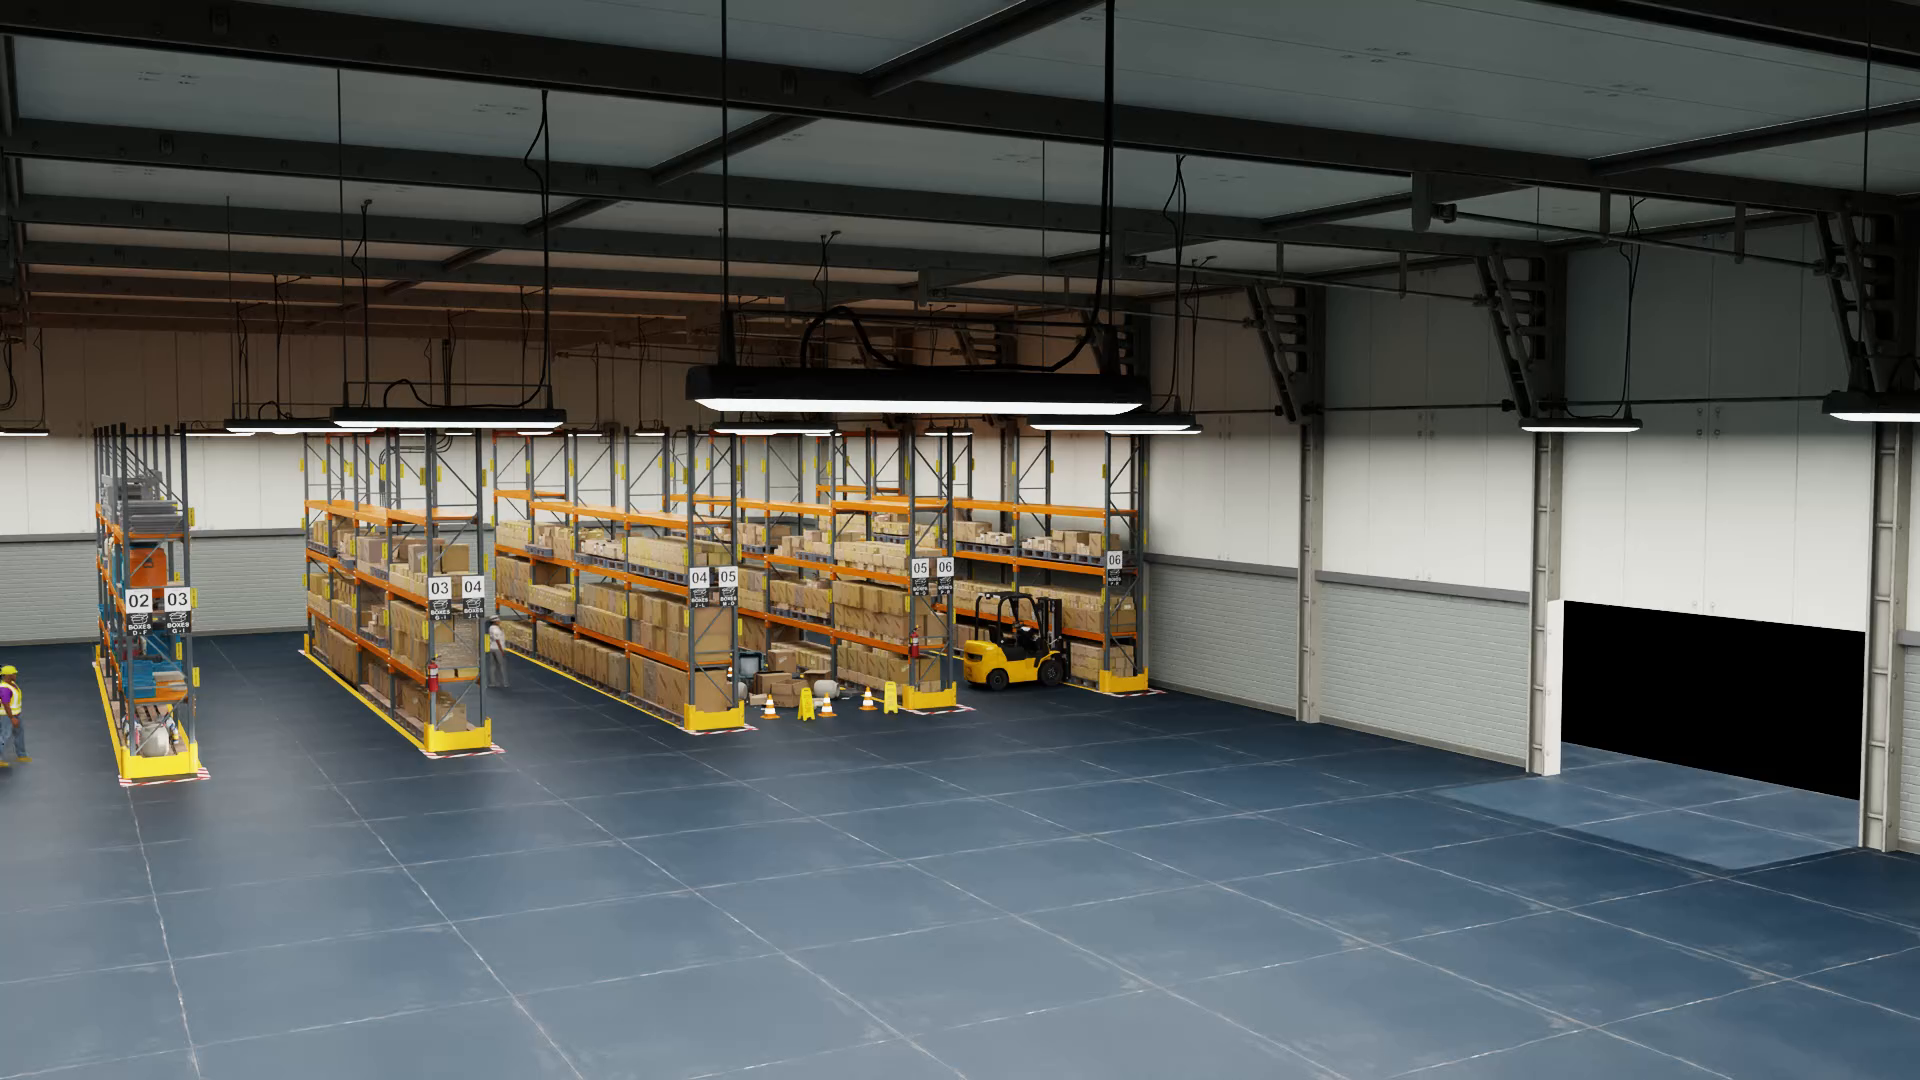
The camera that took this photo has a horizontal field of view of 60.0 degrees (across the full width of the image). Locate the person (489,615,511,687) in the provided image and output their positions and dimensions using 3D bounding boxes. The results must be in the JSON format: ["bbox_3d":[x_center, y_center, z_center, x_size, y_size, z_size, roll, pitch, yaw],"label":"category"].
[{"bbox_3d":[-10.613,2.561,38.347,0.436,1.671,0.546,-3,5,-45],"label":"person"}]

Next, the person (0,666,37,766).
[{"bbox_3d":[-16.649,3.086,29.203,0.540,1.793,0.713,-1,4,-11],"label":"person"}]
